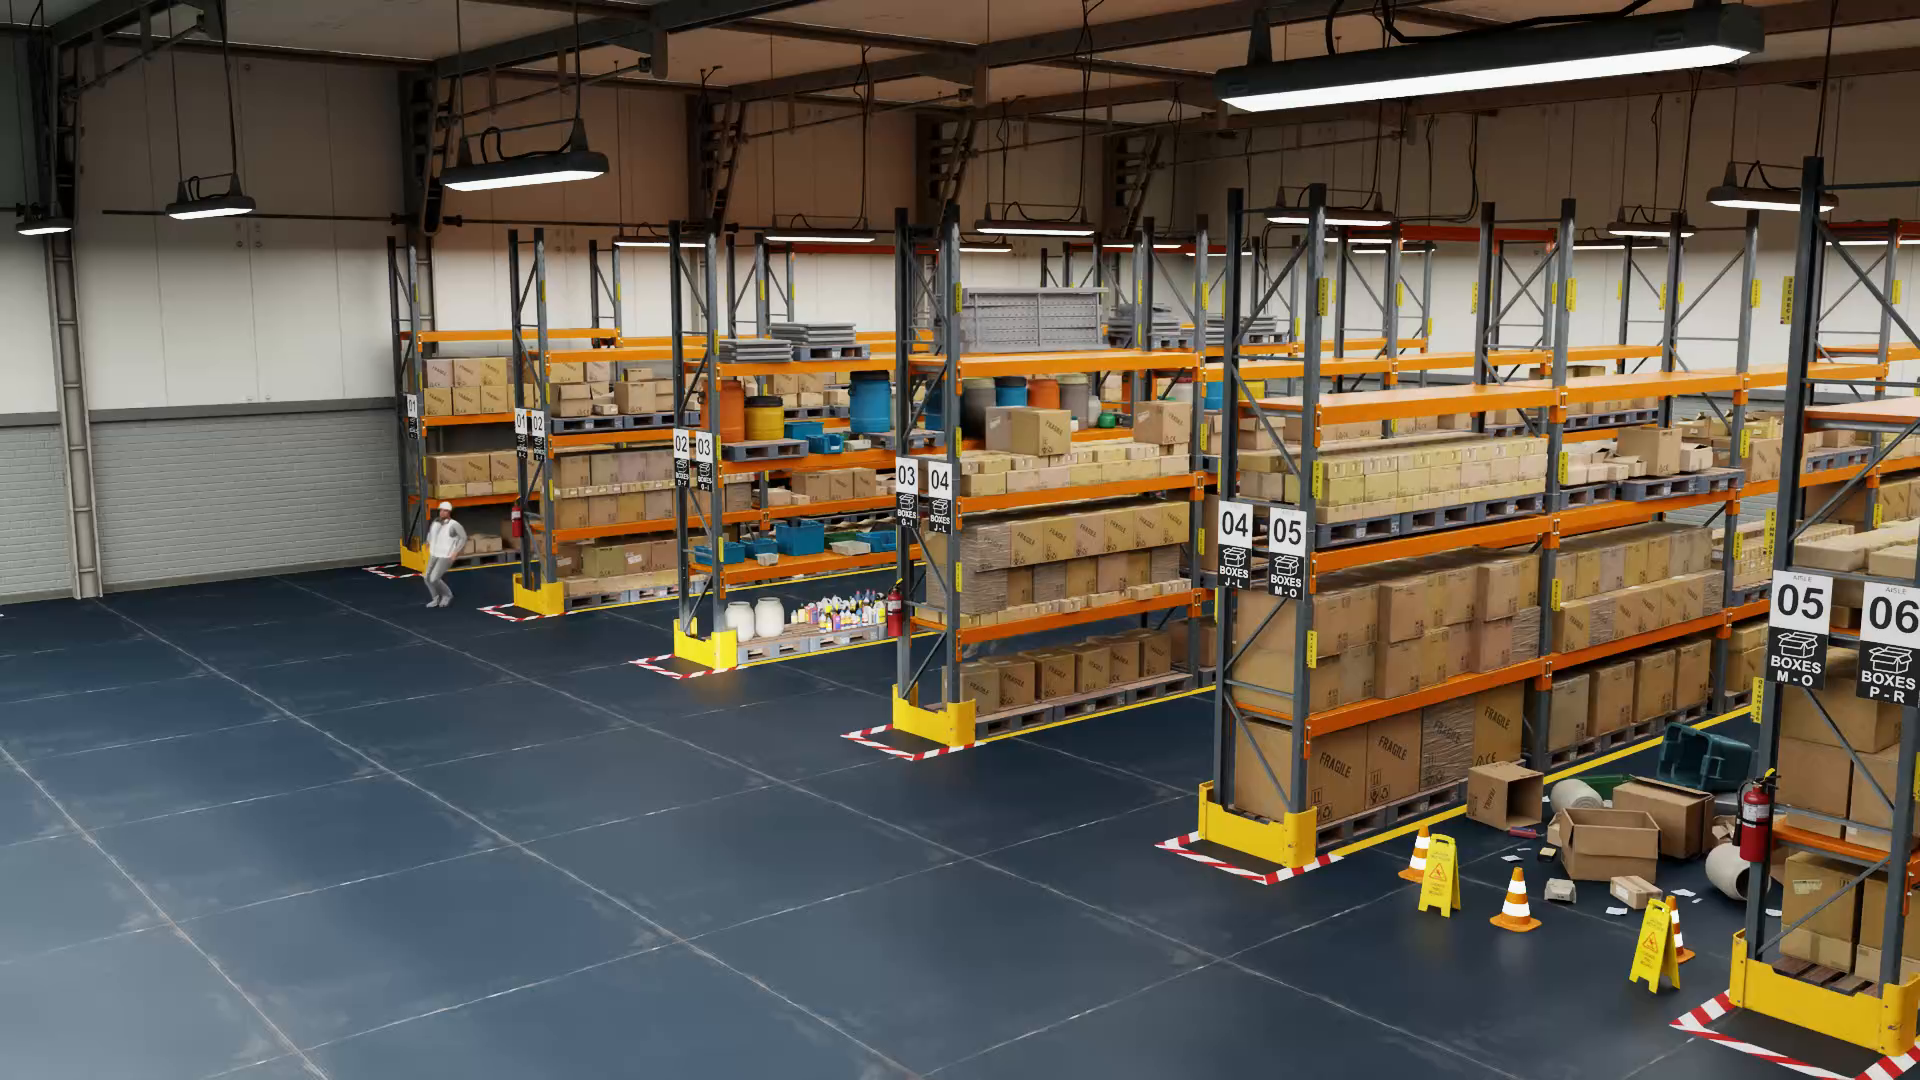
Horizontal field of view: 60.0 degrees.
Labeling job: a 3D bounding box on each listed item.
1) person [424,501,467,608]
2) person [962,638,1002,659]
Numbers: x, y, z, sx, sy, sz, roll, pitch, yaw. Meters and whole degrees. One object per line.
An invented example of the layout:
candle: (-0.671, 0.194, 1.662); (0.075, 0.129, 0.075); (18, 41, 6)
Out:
person: (-8.317, 0.237, 26.669); (0.675, 1.715, 0.570); (5, 10, 31)
person: (0.296, 0.684, 21.986); (0.735, 1.722, 0.574); (-8, 12, -42)
